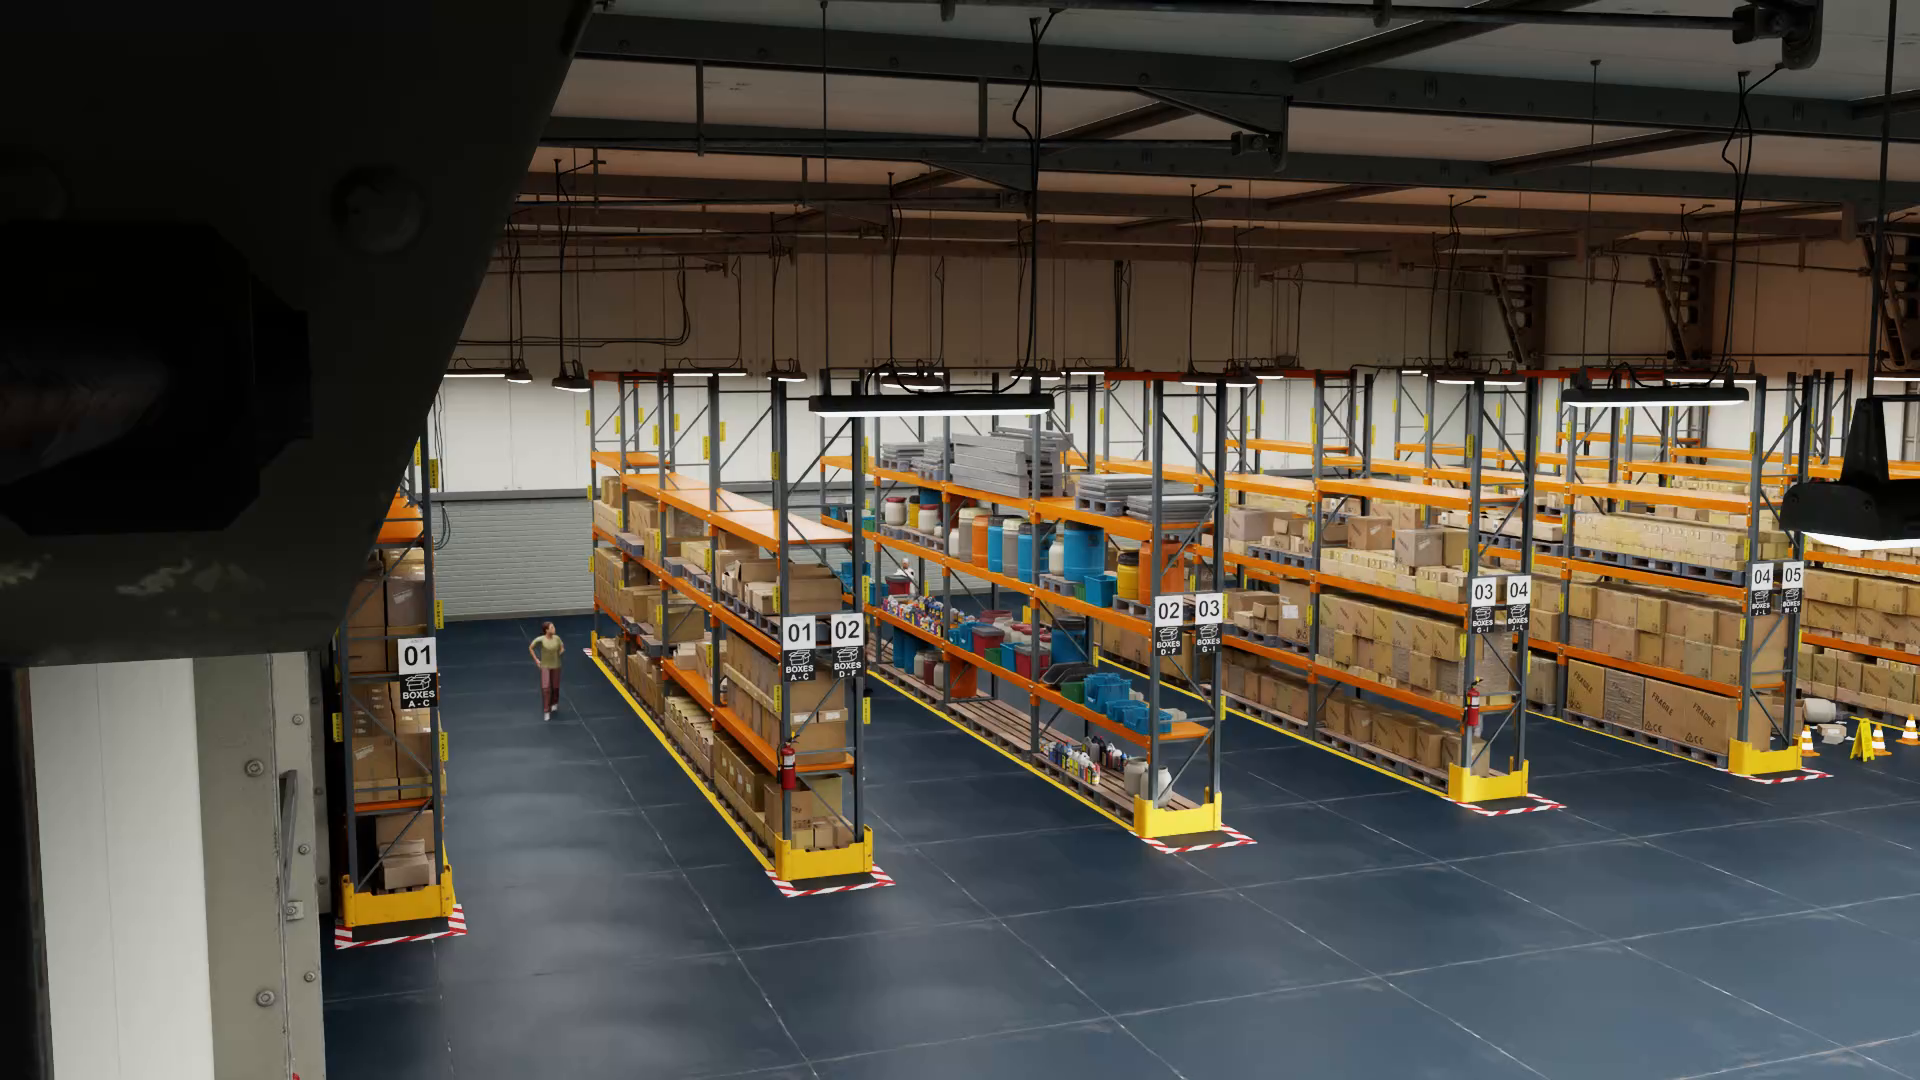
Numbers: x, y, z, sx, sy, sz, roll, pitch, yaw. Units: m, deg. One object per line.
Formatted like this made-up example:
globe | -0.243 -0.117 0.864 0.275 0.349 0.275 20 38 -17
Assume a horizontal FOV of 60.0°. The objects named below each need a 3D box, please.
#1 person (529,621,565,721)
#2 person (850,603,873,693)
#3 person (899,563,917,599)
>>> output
person | -7.222 2.260 29.125 0.607 1.708 0.833 -2 7 -16
person | -1.849 1.988 31.077 0.407 1.719 0.591 -3 7 -22
person | -1.248 0.904 38.275 0.569 0.960 0.390 -5 8 -38
